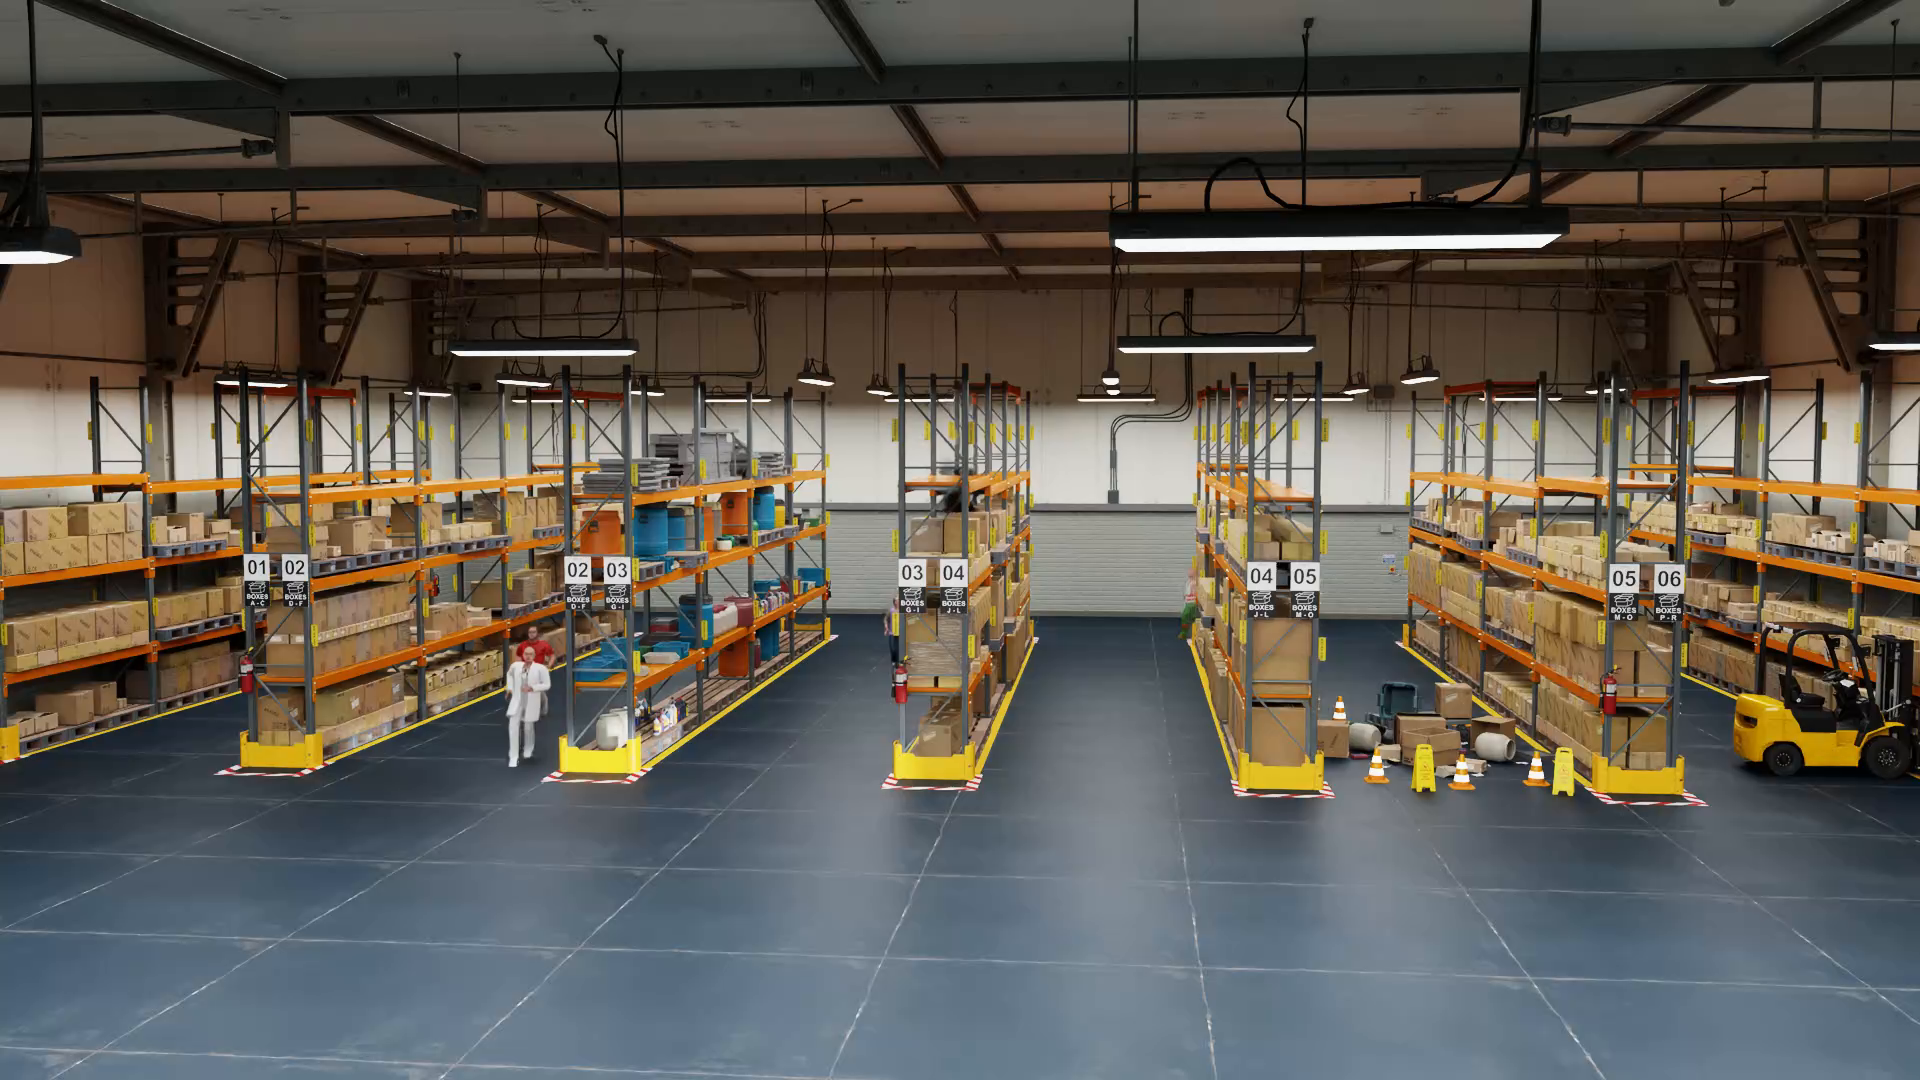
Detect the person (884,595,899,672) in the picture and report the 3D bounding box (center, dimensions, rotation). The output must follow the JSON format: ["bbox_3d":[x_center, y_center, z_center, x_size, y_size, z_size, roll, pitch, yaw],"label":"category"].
[{"bbox_3d":[-1.237,1.859,32.461,0.531,1.554,0.497,0,4,1],"label":"person"}]

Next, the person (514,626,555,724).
[{"bbox_3d":[-7.331,2.316,28.665,0.705,1.675,0.708,0,4,-2],"label":"person"}]

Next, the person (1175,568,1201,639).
[{"bbox_3d":[5.720,1.539,40.694,0.971,1.755,0.642,-1,4,-15],"label":"person"}]

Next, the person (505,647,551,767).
[{"bbox_3d":[-6.560,2.532,25.279,0.711,1.850,0.839,0,4,-2],"label":"person"}]
